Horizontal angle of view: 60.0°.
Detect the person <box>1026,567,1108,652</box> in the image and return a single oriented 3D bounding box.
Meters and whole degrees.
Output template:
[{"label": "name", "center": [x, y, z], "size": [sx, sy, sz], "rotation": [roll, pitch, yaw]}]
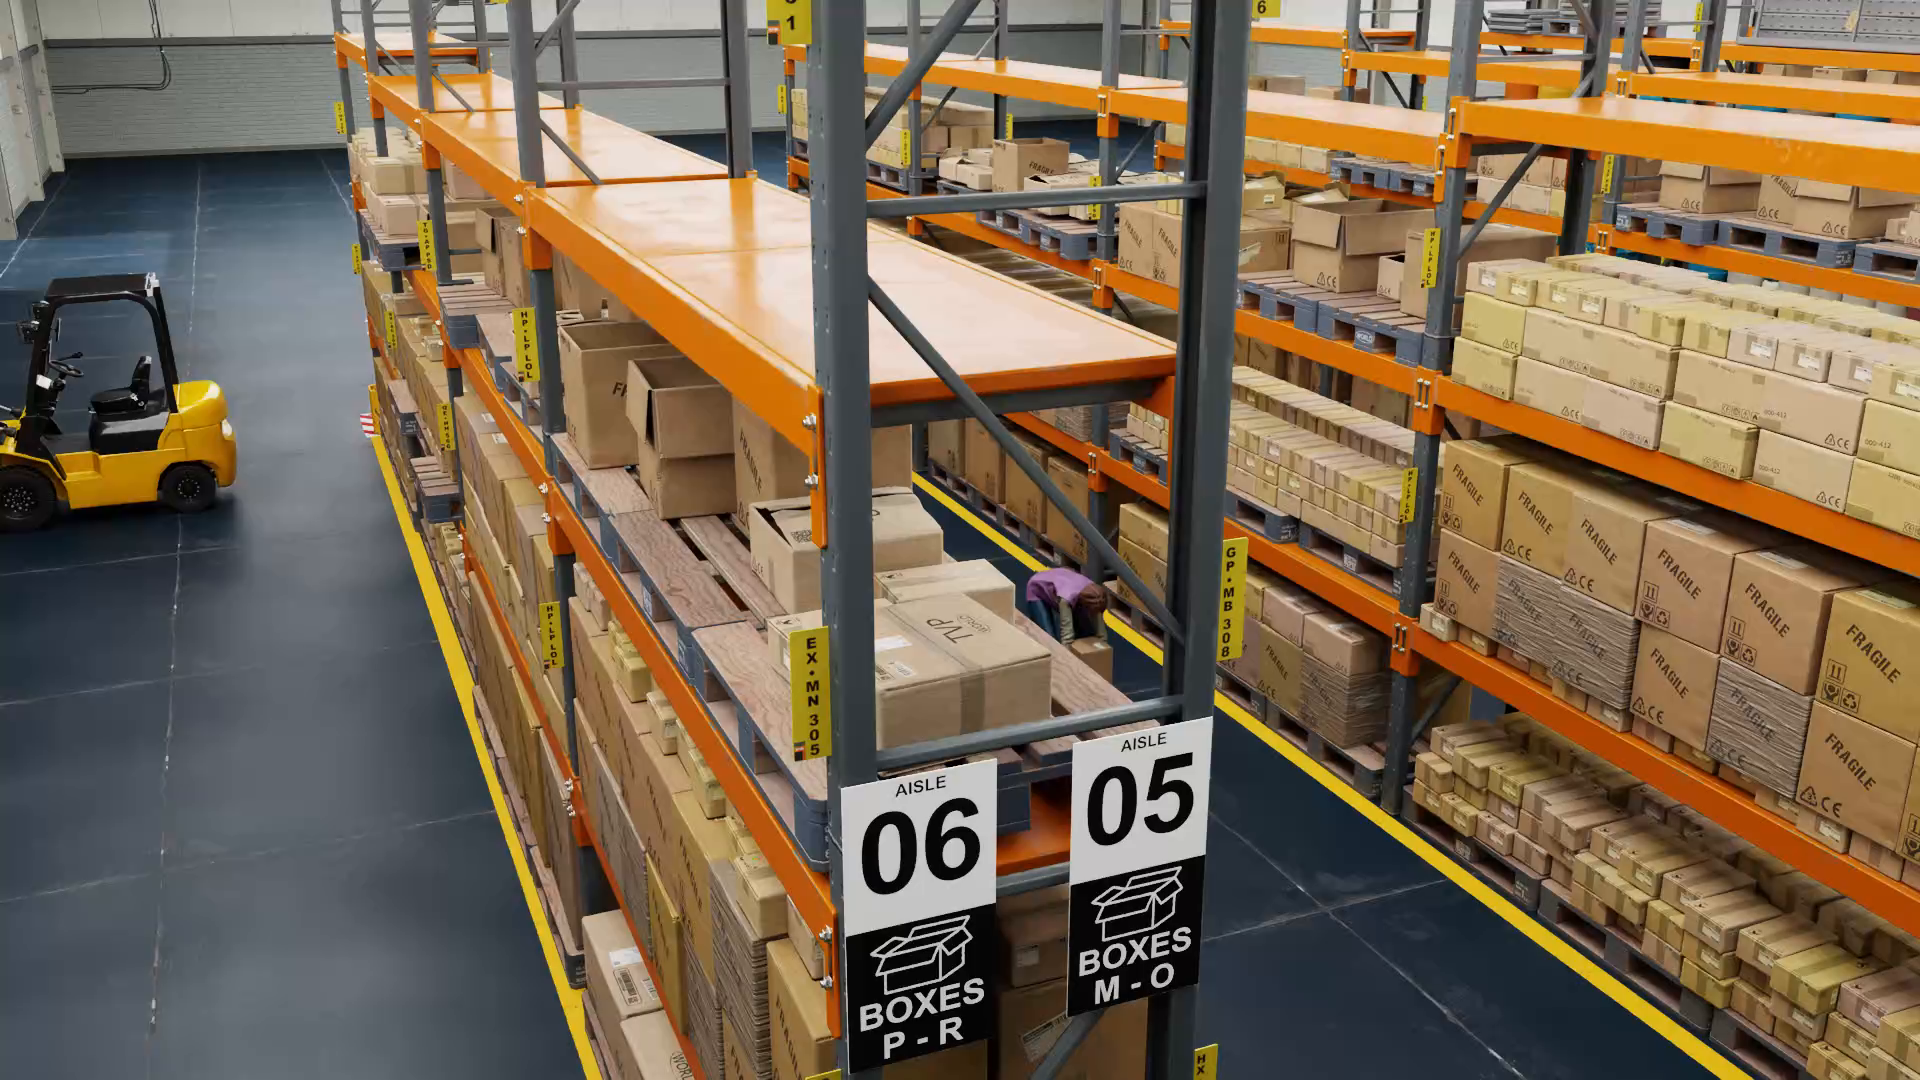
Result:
[{"label": "person", "center": [0.780, 0.668, 11.951], "size": [0.429, 0.906, 0.862], "rotation": [-9, 21, -25]}]
